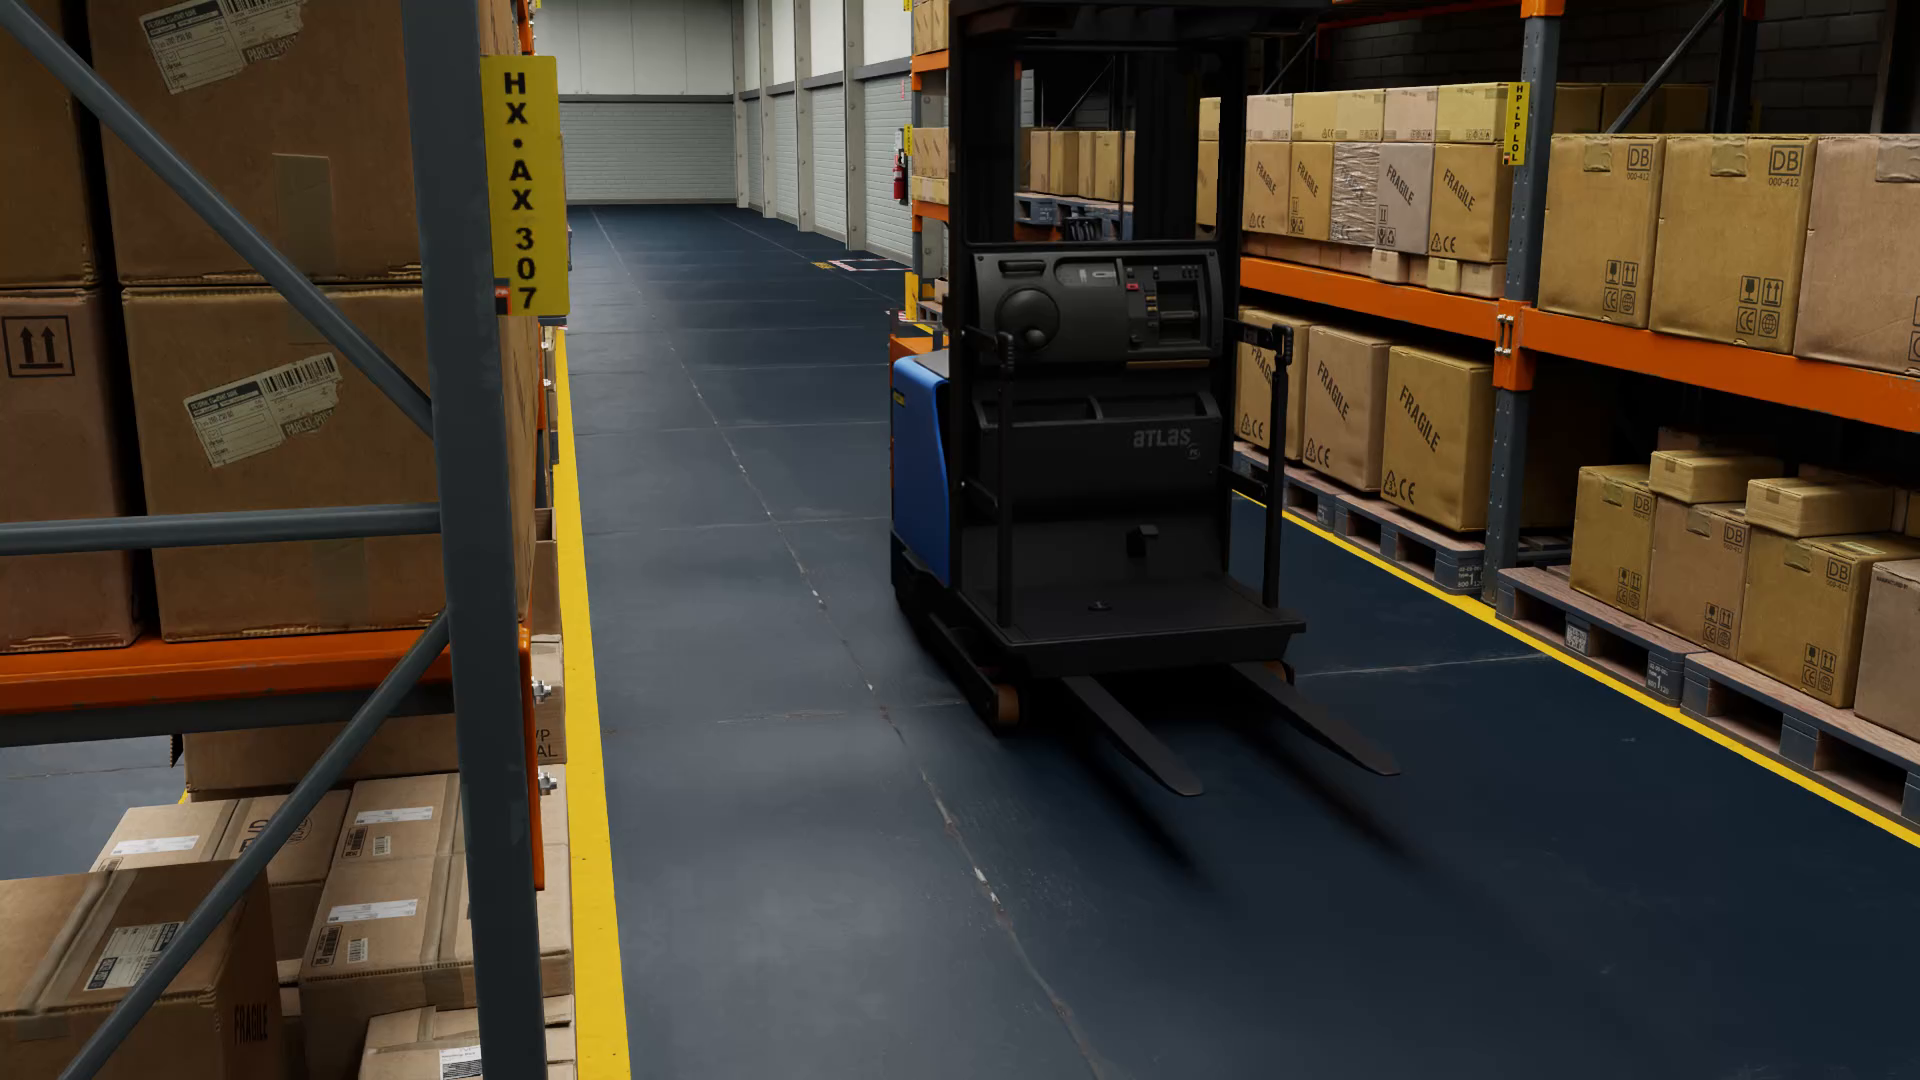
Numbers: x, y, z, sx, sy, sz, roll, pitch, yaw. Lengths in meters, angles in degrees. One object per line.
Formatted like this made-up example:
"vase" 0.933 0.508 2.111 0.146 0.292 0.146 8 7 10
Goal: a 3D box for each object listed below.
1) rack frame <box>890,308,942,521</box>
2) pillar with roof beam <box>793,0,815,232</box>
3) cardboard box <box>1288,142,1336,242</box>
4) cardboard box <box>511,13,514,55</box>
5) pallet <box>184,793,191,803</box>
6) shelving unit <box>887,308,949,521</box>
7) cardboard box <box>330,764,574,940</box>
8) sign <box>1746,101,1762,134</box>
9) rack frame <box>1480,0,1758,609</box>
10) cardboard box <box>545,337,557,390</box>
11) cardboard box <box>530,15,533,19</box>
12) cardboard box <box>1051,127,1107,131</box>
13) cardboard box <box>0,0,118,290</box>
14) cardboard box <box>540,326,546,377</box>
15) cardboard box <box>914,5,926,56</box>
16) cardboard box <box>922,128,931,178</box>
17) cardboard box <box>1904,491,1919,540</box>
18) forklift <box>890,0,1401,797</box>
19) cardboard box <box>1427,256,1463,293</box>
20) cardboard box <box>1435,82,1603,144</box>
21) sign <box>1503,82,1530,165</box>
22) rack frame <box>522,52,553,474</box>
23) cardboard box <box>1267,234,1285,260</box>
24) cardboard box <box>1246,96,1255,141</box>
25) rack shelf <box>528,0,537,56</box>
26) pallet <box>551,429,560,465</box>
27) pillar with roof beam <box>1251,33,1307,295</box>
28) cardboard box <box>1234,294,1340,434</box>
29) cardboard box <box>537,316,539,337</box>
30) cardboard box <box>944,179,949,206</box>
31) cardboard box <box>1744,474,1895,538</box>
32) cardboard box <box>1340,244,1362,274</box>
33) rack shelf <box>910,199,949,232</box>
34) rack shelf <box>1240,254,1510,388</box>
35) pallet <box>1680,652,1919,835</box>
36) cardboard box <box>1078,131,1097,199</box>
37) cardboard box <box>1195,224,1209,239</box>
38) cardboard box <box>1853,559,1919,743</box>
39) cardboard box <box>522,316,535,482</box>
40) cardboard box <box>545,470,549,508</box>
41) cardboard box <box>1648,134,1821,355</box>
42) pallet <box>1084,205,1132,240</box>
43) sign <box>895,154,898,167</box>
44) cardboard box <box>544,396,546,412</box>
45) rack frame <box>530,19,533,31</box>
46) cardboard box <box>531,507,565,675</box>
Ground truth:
"rack frame" -0.118 -0.662 8.767 0.500 1.125 0.032 -3 14 -13
"pillar with roof beam" -7.436 -10.681 33.186 9.100 9.000 0.400 -3 14 -13
"cardboard box" 2.074 -1.843 8.771 0.500 0.500 0.500 -3 14 -12
"cardboard box" -1.297 -1.004 3.898 0.500 0.500 0.500 -3 14 -14
"pallet" -1.575 0.873 4.410 1.003 0.211 1.213 -3 14 -13
"shelving unit" 0.002 -0.545 8.287 0.538 1.125 1.048 -3 14 -13
"cardboard box" -1.173 0.751 3.901 0.500 0.250 0.500 -3 14 -13
"sign" 3.328 -1.690 7.031 0.100 0.325 0.005 -3 14 -13
"rack frame" 2.789 -1.199 7.016 1.000 3.000 0.127 -3 14 -13
"cardboard box" -2.802 -1.123 10.430 0.500 0.311 0.500 -3 14 -11
"cardboard box" -4.317 -5.096 15.781 0.500 0.250 0.500 -3 14 -13
"cardboard box" 1.003 -3.466 14.988 0.500 0.500 0.500 -4 14 -14
"cardboard box" -1.458 -0.621 2.332 0.500 0.500 0.500 -3 14 -14
"cardboard box" -2.500 -0.993 8.933 0.500 0.250 0.500 -3 14 -11
"cardboard box" -0.194 -5.392 17.604 0.500 0.500 0.500 -3 14 -12
"cardboard box" -0.103 -4.027 17.285 0.500 0.500 0.500 -3 14 -13
"cardboard box" 3.332 -0.070 5.410 0.380 0.149 0.250 -4 14 -14
"forklift" 0.561 -0.869 5.807 1.130 2.935 3.031 -4 14 -14
"cardboard box" 2.352 -1.206 7.531 0.380 0.149 0.250 -3 14 -12
"cardboard box" 2.430 -1.860 7.260 0.500 0.250 0.500 -3 14 -12
"sign" 2.264 -1.691 6.755 0.100 0.325 0.005 -3 14 -13
"rack frame" -2.965 -1.845 9.659 1.000 3.000 0.127 -3 14 -13
"cardboard box" 1.981 -1.686 9.494 0.380 0.149 0.250 -3 14 -12
"cardboard box" 1.832 -2.446 9.659 0.500 0.250 0.500 -3 14 -14
"rack shelf" -3.435 -3.414 11.277 1.077 0.370 4.000 -3 14 -13
"pallet" -3.120 -0.683 10.776 1.003 0.211 1.213 -3 14 -13
"pillar with roof beam" -1.800 -5.144 10.523 9.100 9.000 0.400 -3 14 -13
"cardboard box" 1.894 -1.105 10.274 0.750 0.750 0.750 -3 14 -14
"cardboard box" -1.659 -0.870 5.457 0.500 0.500 0.500 -3 14 -12
"cardboard box" 0.143 -3.421 16.382 0.500 0.250 0.500 -3 14 -13
"cardboard box" 2.891 -0.116 5.598 0.380 0.149 0.250 -4 14 -15
"cardboard box" 2.178 -1.445 8.507 0.380 0.149 0.250 -4 14 -15
"rack shelf" 0.440 -3.157 16.544 1.077 0.370 4.000 -3 14 -13
"rack shelf" 2.319 -1.311 8.989 1.077 0.370 4.000 -3 14 -13
"pallet" 3.181 0.617 5.456 1.003 0.211 1.213 -3 14 -13
"cardboard box" 1.306 -2.908 12.873 0.700 0.500 0.500 -1 14 -5
"cardboard box" 1.701 -1.921 10.456 0.380 0.149 0.250 -3 14 -14
"cardboard box" 3.230 0.346 5.071 0.700 0.500 0.500 -4 14 -15
"cardboard box" -1.175 -0.400 3.533 0.500 0.500 0.500 -3 14 -13
"cardboard box" -1.902 -0.047 6.639 0.500 0.500 0.500 -4 14 -16
"cardboard box" 3.066 -1.050 5.774 0.980 0.700 0.700 -4 14 -15
"pallet" 1.578 -2.187 11.464 1.213 0.211 1.003 -3 14 -13
"sign" -1.006 -5.961 26.432 0.001 0.329 0.234 -3 14 -13
"cardboard box" -2.396 -0.522 8.585 0.500 0.500 0.500 -4 14 -15
"rack frame" -4.844 -6.605 16.501 1.000 3.000 0.127 -3 14 -13
"cardboard box" -1.616 0.194 5.653 0.500 0.500 0.500 -3 14 -13
